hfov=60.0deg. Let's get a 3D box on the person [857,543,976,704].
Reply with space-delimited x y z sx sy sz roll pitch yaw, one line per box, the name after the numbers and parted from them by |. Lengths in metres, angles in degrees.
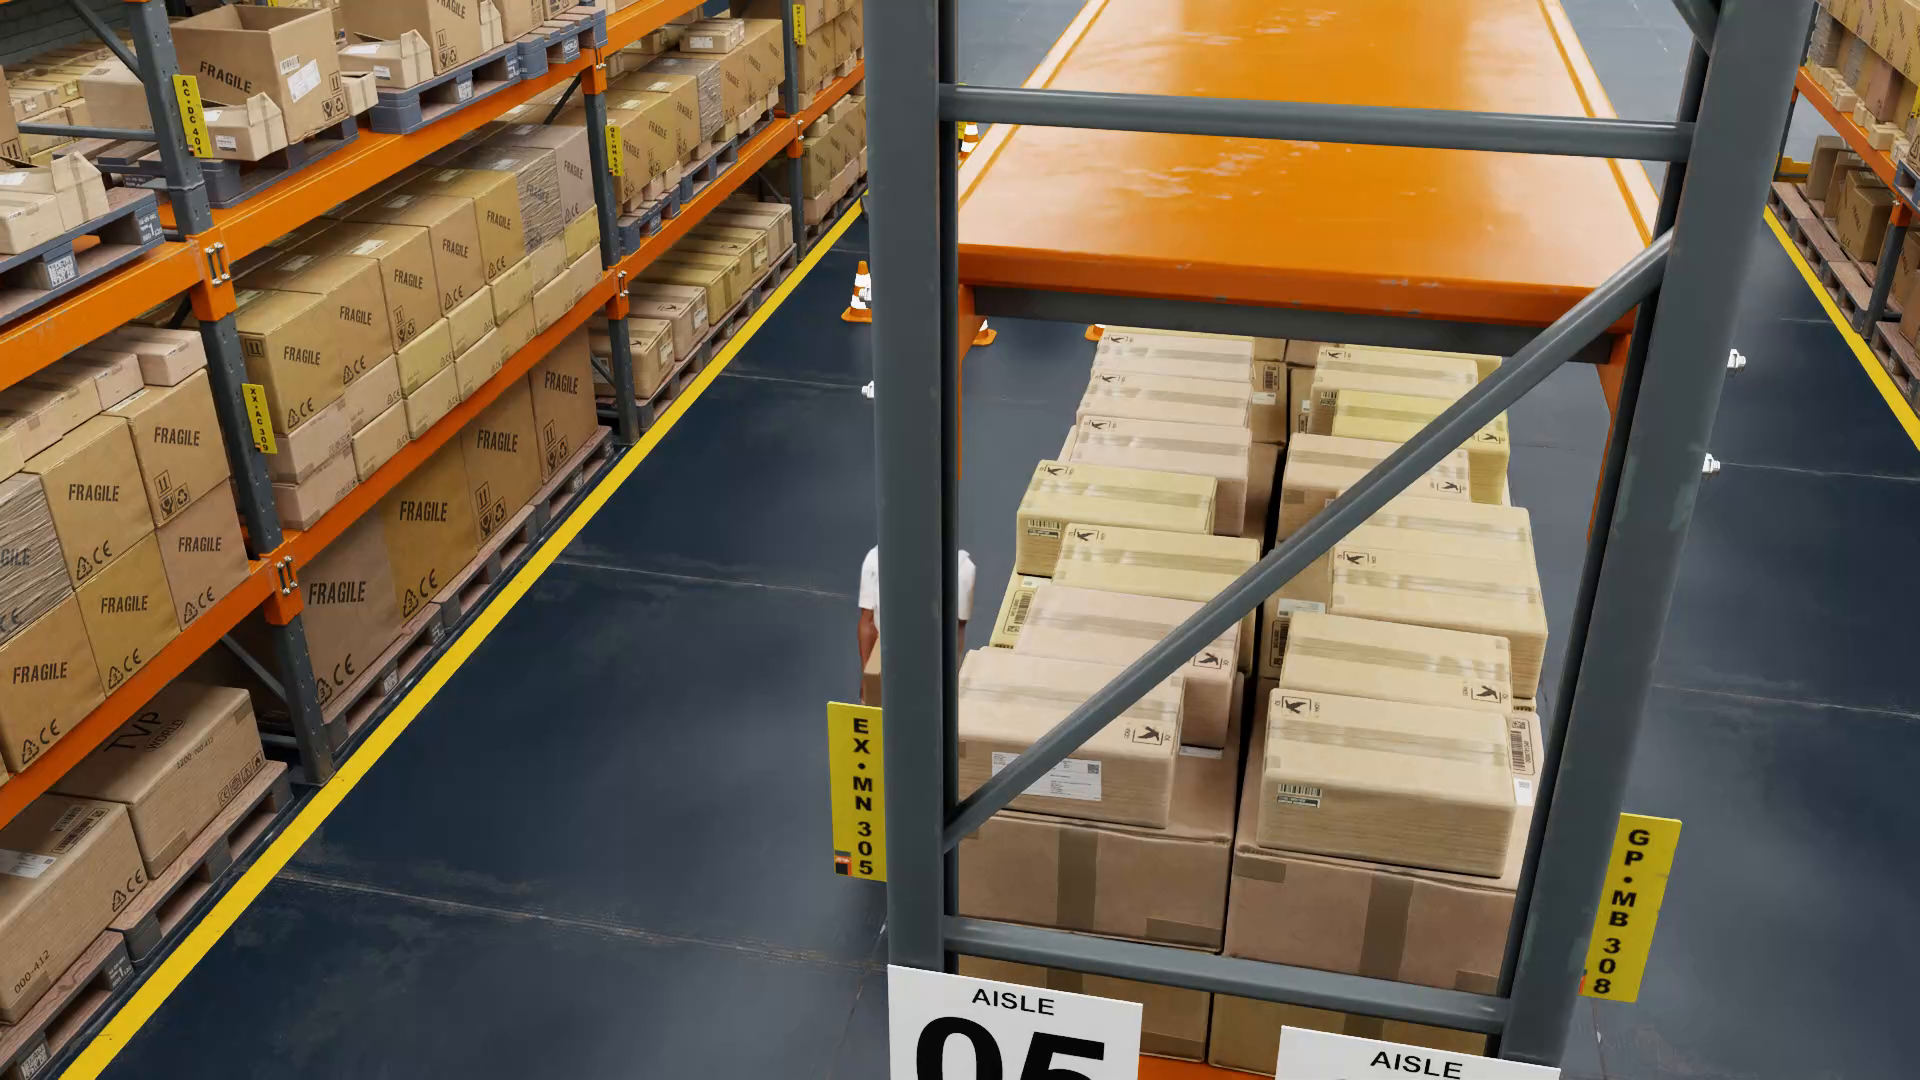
-0.213 0.632 7.436 0.513 1.769 0.573 6 29 10 | person
